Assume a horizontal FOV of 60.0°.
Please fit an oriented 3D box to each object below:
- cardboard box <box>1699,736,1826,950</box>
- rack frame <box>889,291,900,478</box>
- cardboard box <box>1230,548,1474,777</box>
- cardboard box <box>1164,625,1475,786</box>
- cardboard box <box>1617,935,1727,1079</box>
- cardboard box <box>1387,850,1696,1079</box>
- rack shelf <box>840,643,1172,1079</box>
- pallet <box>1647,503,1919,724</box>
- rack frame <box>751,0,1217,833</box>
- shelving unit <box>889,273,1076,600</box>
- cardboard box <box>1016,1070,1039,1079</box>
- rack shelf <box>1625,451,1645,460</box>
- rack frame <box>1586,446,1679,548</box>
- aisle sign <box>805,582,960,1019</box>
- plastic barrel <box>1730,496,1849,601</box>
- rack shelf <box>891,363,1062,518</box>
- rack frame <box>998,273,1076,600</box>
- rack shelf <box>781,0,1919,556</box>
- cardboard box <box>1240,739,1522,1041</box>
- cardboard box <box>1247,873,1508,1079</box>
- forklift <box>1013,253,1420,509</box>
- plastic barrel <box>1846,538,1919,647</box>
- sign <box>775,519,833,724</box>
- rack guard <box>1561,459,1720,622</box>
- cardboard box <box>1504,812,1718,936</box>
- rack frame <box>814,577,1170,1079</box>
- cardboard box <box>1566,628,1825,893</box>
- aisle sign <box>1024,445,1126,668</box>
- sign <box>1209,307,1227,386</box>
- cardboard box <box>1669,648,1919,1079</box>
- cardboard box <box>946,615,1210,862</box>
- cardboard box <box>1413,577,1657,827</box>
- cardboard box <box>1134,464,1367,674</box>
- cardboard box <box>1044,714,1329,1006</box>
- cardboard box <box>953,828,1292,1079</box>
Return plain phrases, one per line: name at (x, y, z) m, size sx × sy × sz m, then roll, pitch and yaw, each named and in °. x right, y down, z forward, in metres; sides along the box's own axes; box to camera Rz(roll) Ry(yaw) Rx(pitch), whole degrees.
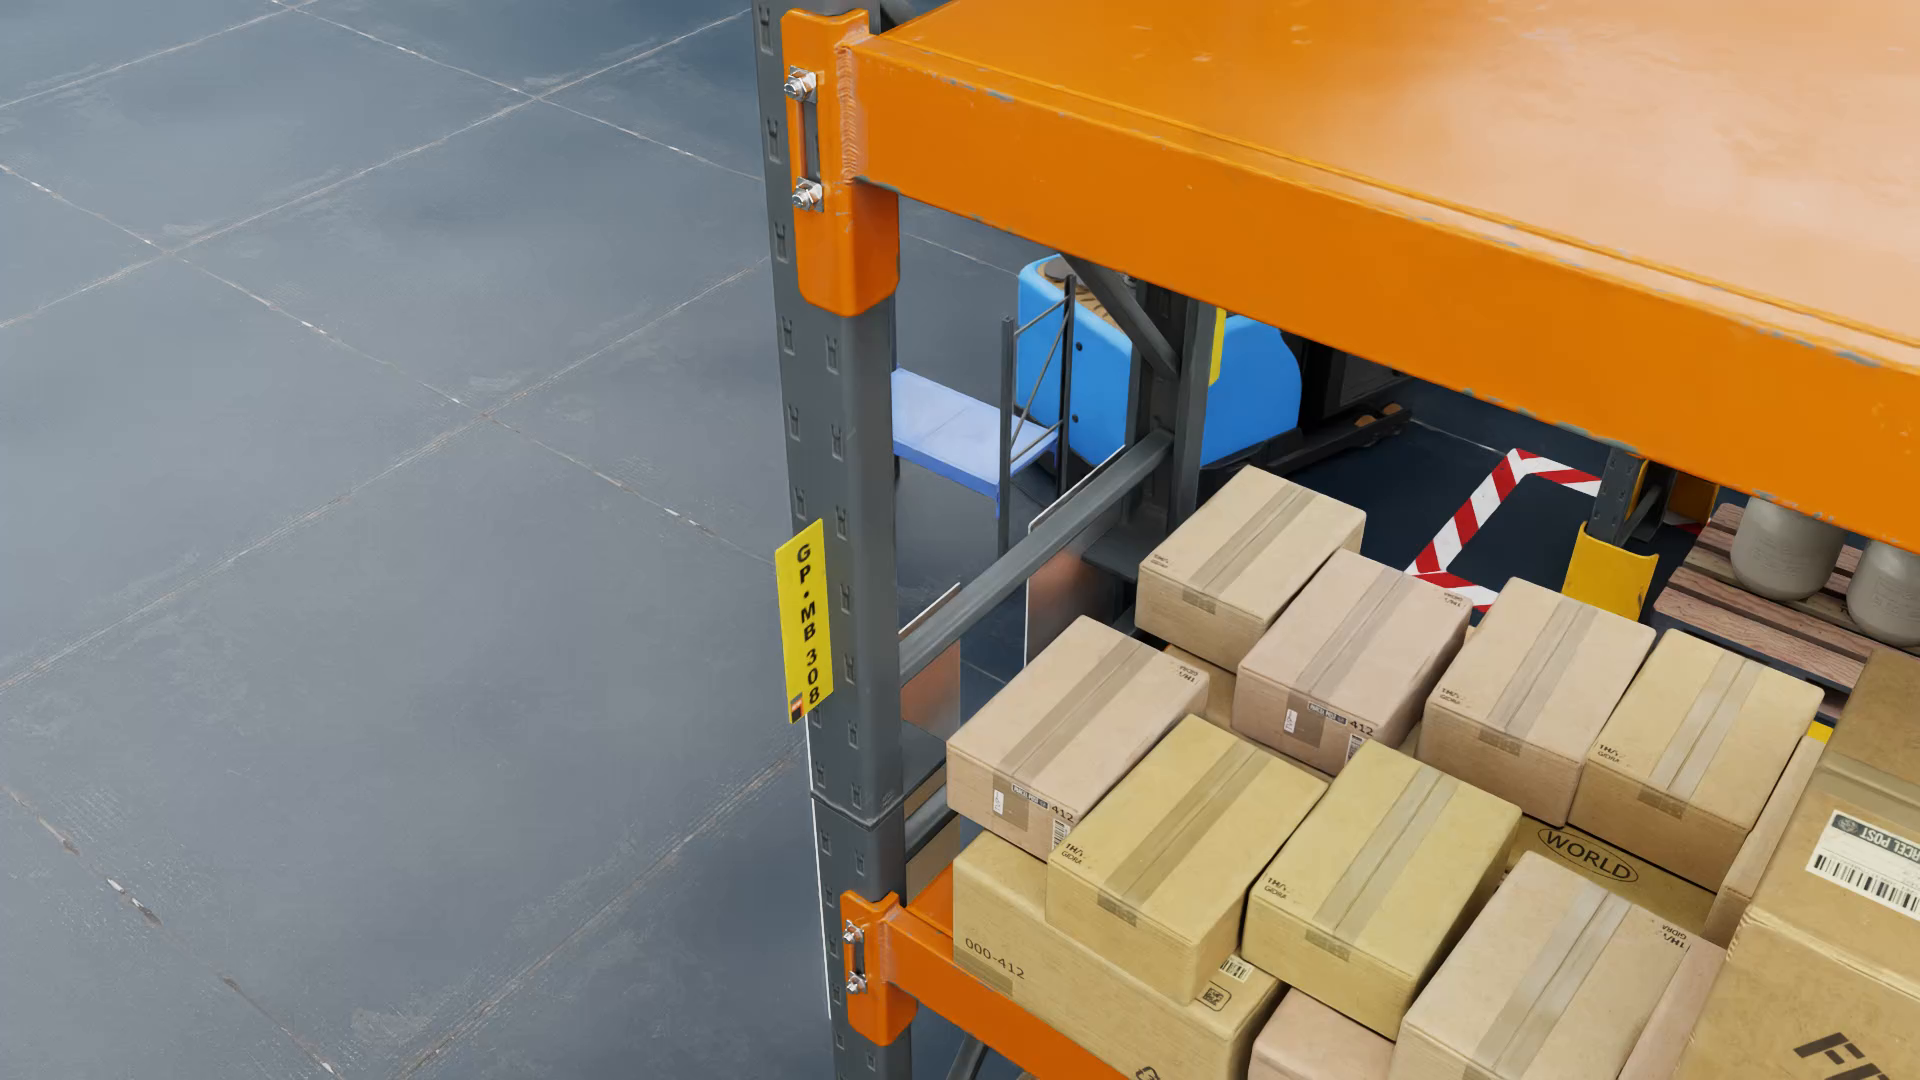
cardboard box at (1.275, 0.491, 2.415) m, size 0.250 × 0.149 × 0.380 m, roll 26°, pitch 45°, yaw 29°
rack frame at (-0.472, -0.813, 7.932) m, size 0.032 × 1.500 × 0.500 m, roll 25°, pitch 45°, yaw 29°
cardboard box at (0.656, 0.206, 2.779) m, size 0.250 × 0.149 × 0.380 m, roll 24°, pitch 44°, yaw 27°
cardboard box at (0.648, 0.313, 2.966) m, size 0.500 × 0.250 × 0.500 m, roll 26°, pitch 45°, yaw 30°
cardboard box at (0.975, 0.725, 2.116) m, size 0.250 × 0.149 × 0.380 m, roll 25°, pitch 45°, yaw 28°
cardboard box at (0.785, 0.632, 2.235) m, size 0.250 × 0.149 × 0.380 m, roll 27°, pitch 46°, yaw 30°
rack shelf at (1.699, 1.230, 2.256) m, size 4.000 × 0.370 × 1.077 m, roll 25°, pitch 45°, yaw 29°
pallet at (3.851, 0.364, 7.474) m, size 1.213 × 0.211 × 1.003 m, roll 25°, pitch 45°, yaw 29°
rack frame at (0.111, -0.983, 2.067) m, size 0.127 × 3.000 × 1.000 m, roll 25°, pitch 45°, yaw 29°
shelving unit at (-0.068, -0.622, 7.689) m, size 1.048 × 1.500 × 0.538 m, roll 25°, pitch 45°, yaw 29°
cardboard box at (0.382, 1.168, 3.052) m, size 0.500 × 0.500 × 0.500 m, roll 25°, pitch 45°, yaw 29°
rack shelf at (4.708, -0.014, 6.279) m, size 4.000 × 0.370 × 1.077 m, roll 25°, pitch 45°, yaw 29°
rack frame at (3.120, -1.046, 7.014) m, size 0.127 × 3.000 × 1.000 m, roll 25°, pitch 45°, yaw 29°
aisle sign at (-0.121, 0.479, 2.957) m, size 0.004 × 0.787 × 0.394 m, roll 25°, pitch 45°, yaw 29°
plastic barrel at (3.689, -0.023, 7.384) m, size 0.421 × 0.512 × 0.421 m, roll 0°, pitch 38°, yaw 0°
rack shelf at (-0.068, -0.481, 7.800) m, size 1.000 × 0.185 × 0.538 m, roll 25°, pitch 45°, yaw 29°
rack frame at (0.336, -0.432, 7.446) m, size 0.032 × 1.500 × 0.500 m, roll 25°, pitch 45°, yaw 29°
rack shelf at (1.699, 0.051, 1.333) m, size 4.000 × 0.370 × 1.077 m, roll 25°, pitch 45°, yaw 29°
cardboard box at (0.612, 0.495, 2.410) m, size 0.250 × 0.149 × 0.380 m, roll 24°, pitch 44°, yaw 28°
cardboard box at (0.750, 0.754, 2.402) m, size 0.500 × 0.250 × 0.500 m, roll 24°, pitch 44°, yaw 28°
forklift at (1.783, -1.892, 8.149) m, size 3.031 × 2.935 × 1.130 m, roll -22°, pitch 43°, yaw -26°
plastic barrel at (4.087, 0.165, 7.144) m, size 0.421 × 0.512 × 0.421 m, roll 0°, pitch 38°, yaw 0°
sign at (-0.219, 0.120, 2.382) m, size 0.005 × 0.325 × 0.100 m, roll 25°, pitch 45°, yaw 29°
rack guard at (3.209, -0.056, 7.777) m, size 0.348 × 0.500 × 1.175 m, roll 25°, pitch 45°, yaw 29°
cardboard box at (1.046, 0.499, 2.729) m, size 0.500 × 0.250 × 0.500 m, roll 26°, pitch 45°, yaw 29°
rack frame at (0.111, 1.379, 3.916) m, size 0.127 × 3.000 × 1.000 m, roll 25°, pitch 45°, yaw 29°
cardboard box at (1.154, 0.337, 2.612) m, size 0.250 × 0.149 × 0.380 m, roll 26°, pitch 45°, yaw 29°
aisle sign at (0.244, 0.185, 3.332) m, size 0.004 × 0.787 × 0.394 m, roll 25°, pitch 45°, yaw 29°
sign at (0.464, -0.415, 3.056) m, size 0.005 × 0.325 × 0.100 m, roll 25°, pitch 45°, yaw 29°
cardboard box at (1.126, 0.533, 1.836) m, size 0.500 × 0.500 × 0.500 m, roll 25°, pitch 44°, yaw 28°
cardboard box at (0.189, 0.317, 2.638) m, size 0.250 × 0.149 × 0.380 m, roll 25°, pitch 44°, yaw 28°
cardboard box at (0.940, 0.255, 2.717) m, size 0.250 × 0.149 × 0.380 m, roll 23°, pitch 44°, yaw 27°
cardboard box at (0.521, 0.051, 2.977) m, size 0.250 × 0.149 × 0.380 m, roll 25°, pitch 45°, yaw 29°
cardboard box at (0.336, 0.461, 2.454) m, size 0.250 × 0.149 × 0.380 m, roll 26°, pitch 45°, yaw 29°
cardboard box at (0.336, 0.564, 2.645) m, size 0.500 × 0.250 × 0.500 m, roll 27°, pitch 45°, yaw 30°
